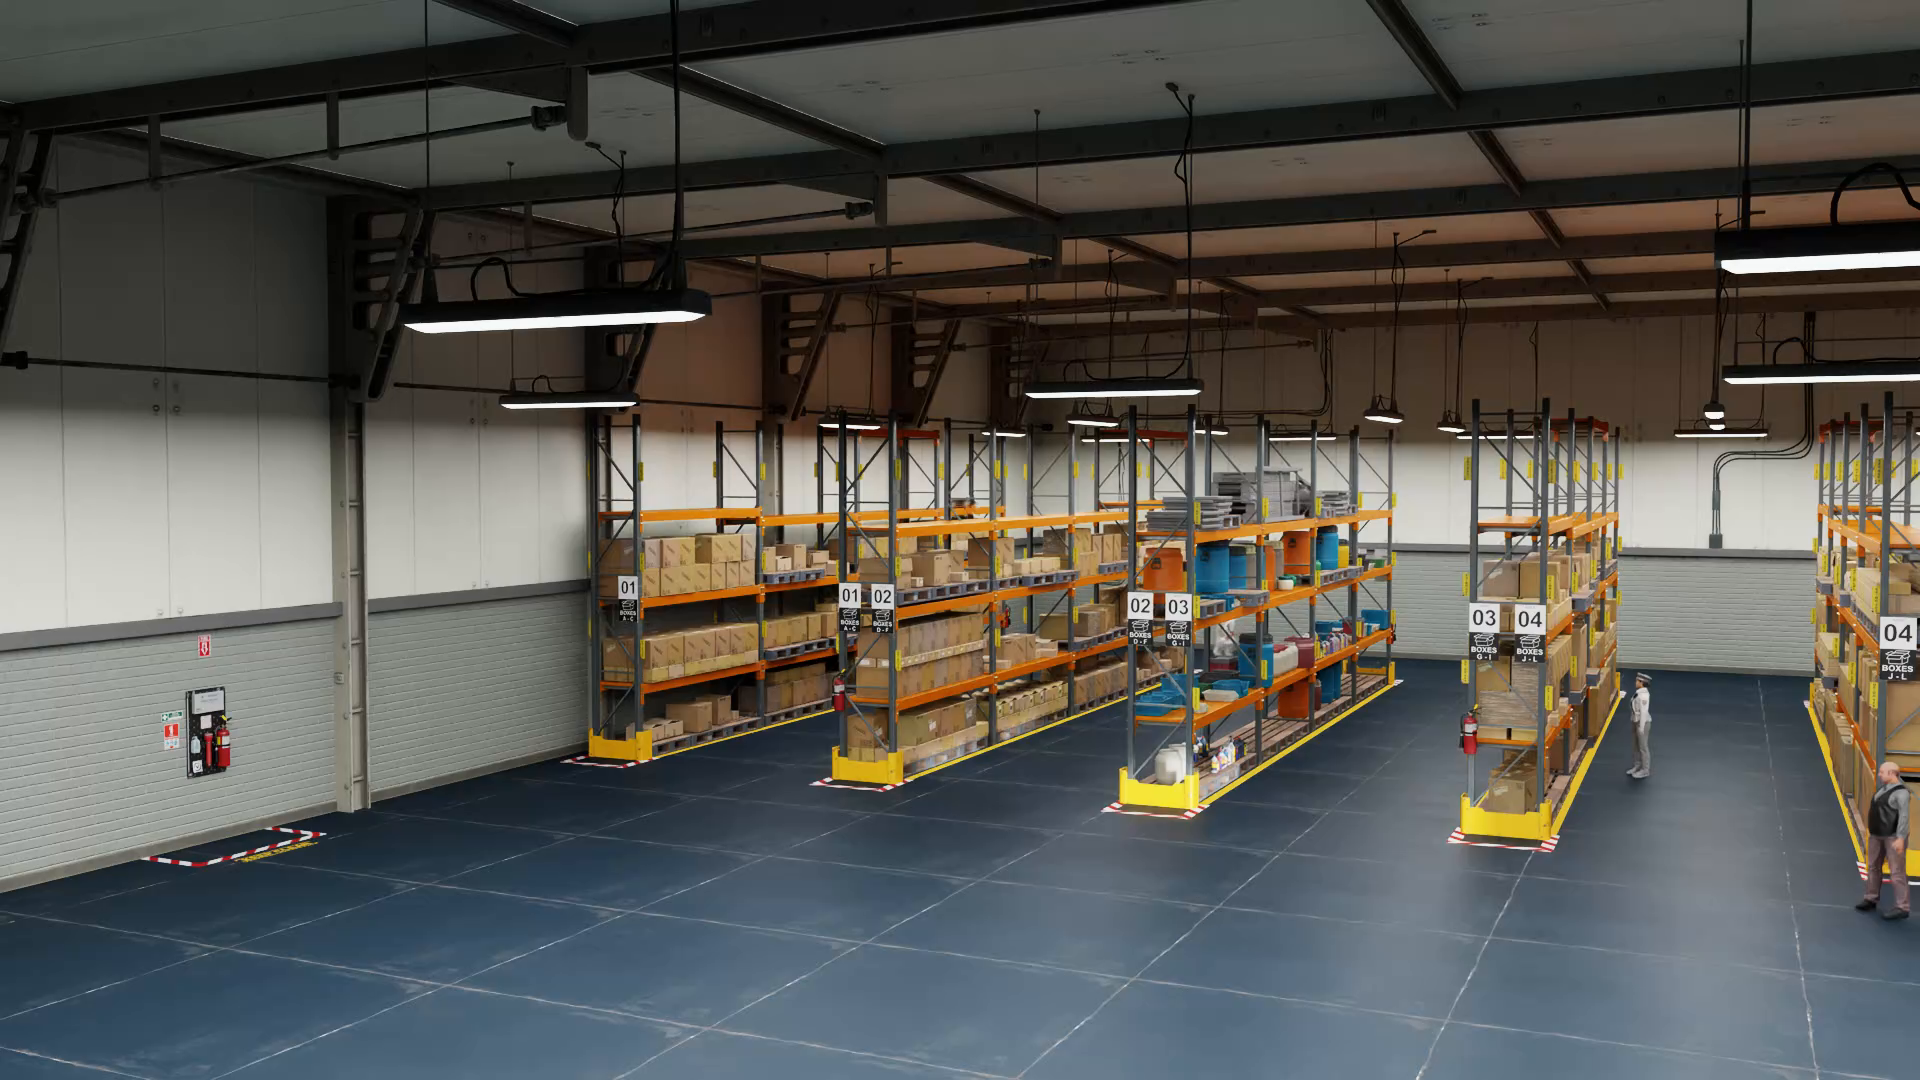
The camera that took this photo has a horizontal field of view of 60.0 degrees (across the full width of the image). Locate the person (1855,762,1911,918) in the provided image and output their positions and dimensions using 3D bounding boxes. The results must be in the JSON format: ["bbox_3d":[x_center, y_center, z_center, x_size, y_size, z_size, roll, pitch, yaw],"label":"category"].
[{"bbox_3d":[10.449,3.362,18.801,0.458,1.719,0.592,0,2,-11],"label":"person"}]

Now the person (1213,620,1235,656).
[{"bbox_3d":[6.366,2.448,39.938,0.493,1.656,0.877,1,3,26],"label":"person"}]

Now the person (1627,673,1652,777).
[{"bbox_3d":[11.187,3.027,27.337,0.366,1.697,0.517,0,2,1],"label":"person"}]
